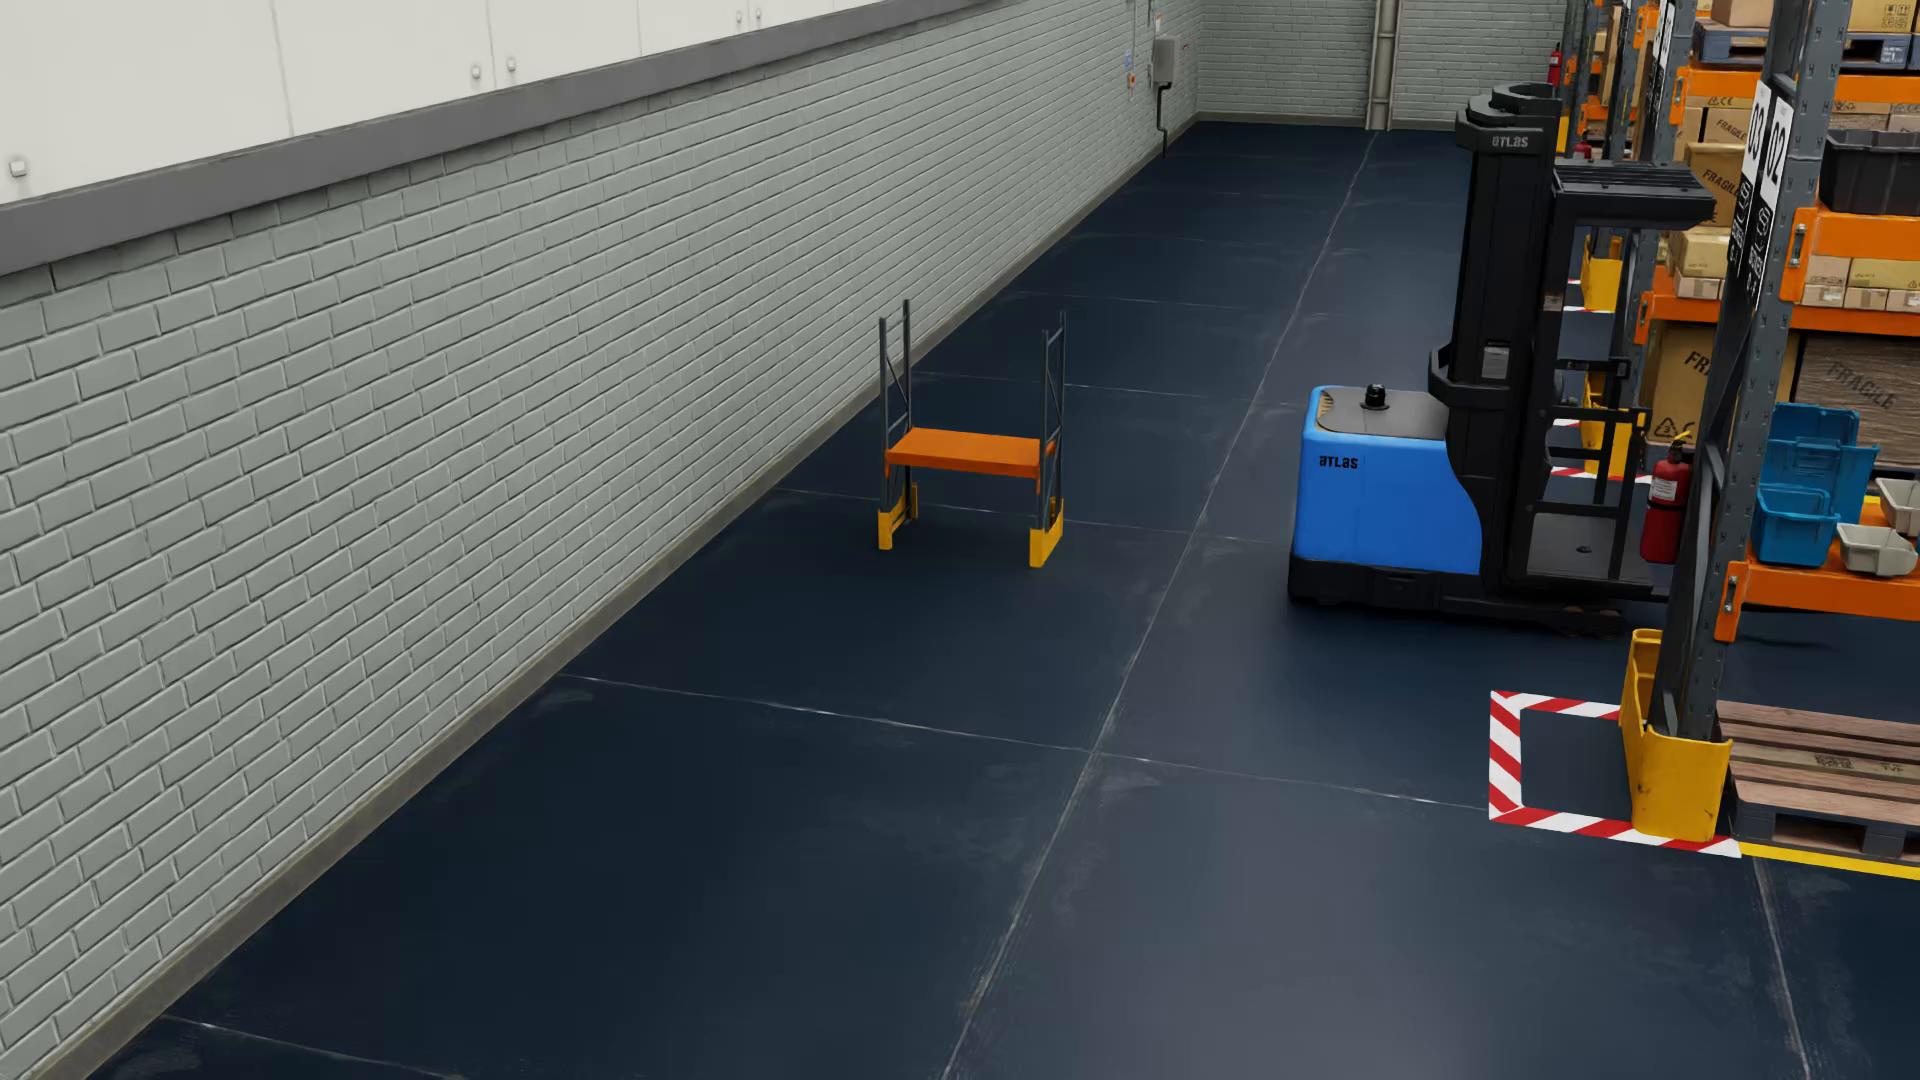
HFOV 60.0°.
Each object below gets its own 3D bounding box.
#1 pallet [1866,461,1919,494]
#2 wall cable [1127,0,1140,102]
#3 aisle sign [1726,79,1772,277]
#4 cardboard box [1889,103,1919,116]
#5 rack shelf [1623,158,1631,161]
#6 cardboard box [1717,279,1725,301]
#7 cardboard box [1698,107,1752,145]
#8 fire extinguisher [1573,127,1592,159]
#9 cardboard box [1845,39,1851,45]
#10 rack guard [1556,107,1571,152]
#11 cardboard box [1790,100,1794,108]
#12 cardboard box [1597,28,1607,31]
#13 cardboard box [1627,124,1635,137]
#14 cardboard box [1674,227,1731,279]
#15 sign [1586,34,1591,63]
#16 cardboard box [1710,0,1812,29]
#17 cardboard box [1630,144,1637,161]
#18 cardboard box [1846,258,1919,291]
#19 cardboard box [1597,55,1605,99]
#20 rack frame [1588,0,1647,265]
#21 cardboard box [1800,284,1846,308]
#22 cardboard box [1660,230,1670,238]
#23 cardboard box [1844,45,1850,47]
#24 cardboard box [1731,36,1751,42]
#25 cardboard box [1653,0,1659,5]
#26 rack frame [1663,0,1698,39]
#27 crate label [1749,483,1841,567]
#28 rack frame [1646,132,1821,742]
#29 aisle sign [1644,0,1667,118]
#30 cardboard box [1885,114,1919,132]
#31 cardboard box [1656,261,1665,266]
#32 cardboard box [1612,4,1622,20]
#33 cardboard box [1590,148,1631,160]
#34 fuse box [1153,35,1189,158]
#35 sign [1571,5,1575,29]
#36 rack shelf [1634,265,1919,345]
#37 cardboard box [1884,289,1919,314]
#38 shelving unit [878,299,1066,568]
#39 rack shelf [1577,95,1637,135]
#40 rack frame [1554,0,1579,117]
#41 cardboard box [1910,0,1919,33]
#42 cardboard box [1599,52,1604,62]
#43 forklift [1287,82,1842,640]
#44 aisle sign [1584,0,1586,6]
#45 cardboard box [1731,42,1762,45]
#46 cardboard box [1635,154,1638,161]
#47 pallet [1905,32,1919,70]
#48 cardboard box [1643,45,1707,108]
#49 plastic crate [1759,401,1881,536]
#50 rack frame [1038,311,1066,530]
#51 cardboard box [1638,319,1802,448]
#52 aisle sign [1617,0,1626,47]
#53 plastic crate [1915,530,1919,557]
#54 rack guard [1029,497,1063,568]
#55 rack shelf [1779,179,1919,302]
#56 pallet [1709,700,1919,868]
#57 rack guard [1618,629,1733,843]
[{"bbox_3d":[6.793,-0.572,11.888,1.213,0.211,1.003,7,23,16],"label":"pallet"},{"bbox_3d":[2.298,-6.751,21.896,0.123,1.953,0.585,7,23,16],"label":"wall cable"},{"bbox_3d":[3.426,-1.574,7.229,0.004,0.787,0.394,7,23,16],"label":"aisle sign"},{"bbox_3d":[8.689,-4.125,15.031,0.500,0.500,0.500,7,23,17],"label":"cardboard box"},{"bbox_3d":[8.285,-3.295,15.799,4.000,0.370,1.077,7,23,16],"label":"rack shelf"},{"bbox_3d":[5.331,-1.754,11.424,0.250,0.149,0.380,6,23,15],"label":"cardboard box"},{"bbox_3d":[7.240,-3.832,15.636,0.500,0.500,0.500,7,23,16],"label":"cardboard box"},{"bbox_3d":[6.262,-3.834,16.758,0.183,0.674,0.296,7,23,16],"label":"fire extinguisher"},{"bbox_3d":[10.518,-5.737,19.355,0.500,0.500,0.500,6,23,15],"label":"cardboard box"},{"bbox_3d":[9.206,-6.296,25.460,0.348,0.500,1.175,7,23,16],"label":"rack guard"},{"bbox_3d":[7.700,-4.230,15.288,0.500,0.500,0.500,6,23,14],"label":"cardboard box"},{"bbox_3d":[9.651,-7.575,25.090,0.500,0.250,0.500,7,23,17],"label":"cardboard box"},{"bbox_3d":[10.087,-6.174,25.072,0.250,0.149,0.380,6,23,13],"label":"cardboard box"},{"bbox_3d":[5.222,-1.974,11.435,0.500,0.250,0.500,6,23,14],"label":"cardboard box"},{"bbox_3d":[7.537,-5.893,19.939,0.005,0.325,0.100,7,23,16],"label":"sign"},{"bbox_3d":[5.354,-3.693,11.052,0.500,0.500,0.700,5,23,12],"label":"cardboard box"},{"bbox_3d":[6.764,-3.798,16.408,0.250,0.149,0.380,7,23,16],"label":"cardboard box"},{"bbox_3d":[6.202,-1.863,11.165,0.500,0.250,0.500,6,23,14],"label":"cardboard box"},{"bbox_3d":[8.242,-5.746,20.695,0.500,0.500,0.500,7,23,16],"label":"cardboard box"},{"bbox_3d":[6.370,-3.847,16.197,0.127,3.000,1.000,7,23,16],"label":"rack frame"},{"bbox_3d":[5.827,-1.698,11.287,0.250,0.149,0.380,6,23,15],"label":"cardboard box"},{"bbox_3d":[6.950,-3.032,16.628,0.250,0.149,0.380,7,23,16],"label":"cardboard box"},{"bbox_3d":[8.373,-4.368,15.625,0.500,0.500,0.500,6,23,14],"label":"cardboard box"},{"bbox_3d":[9.072,-5.902,19.756,0.500,0.500,0.500,6,23,15],"label":"cardboard box"},{"bbox_3d":[6.882,-5.212,15.769,0.500,0.250,0.500,6,23,14],"label":"cardboard box"},{"bbox_3d":[4.841,-4.832,10.692,0.127,3.000,1.000,7,23,16],"label":"rack frame"},{"bbox_3d":[3.551,-0.060,7.106,0.303,0.233,0.416,7,23,16],"label":"crate label"},{"bbox_3d":[3.410,-0.257,7.443,0.127,3.000,1.000,7,23,16],"label":"rack frame"},{"bbox_3d":[4.858,-3.376,11.622,0.004,0.787,0.394,7,23,16],"label":"aisle sign"},{"bbox_3d":[8.682,-3.655,15.205,0.500,0.500,0.500,6,23,15],"label":"cardboard box"},{"bbox_3d":[6.798,-2.710,16.234,0.250,0.149,0.380,8,23,18],"label":"cardboard box"},{"bbox_3d":[7.963,-6.326,19.936,0.250,0.149,0.380,7,23,17],"label":"cardboard box"},{"bbox_3d":[8.364,-4.630,20.927,0.875,0.438,0.875,6,23,14],"label":"cardboard box"},{"bbox_3d":[3.045,-6.418,24.161,0.414,1.711,0.539,7,23,16],"label":"fuse box"},{"bbox_3d":[8.977,-7.664,24.361,0.005,0.325,0.100,7,23,16],"label":"sign"},{"bbox_3d":[6.755,-1.504,11.433,4.000,0.370,1.077,7,23,16],"label":"rack shelf"},{"bbox_3d":[6.317,-1.641,11.150,0.250,0.149,0.380,6,23,15],"label":"cardboard box"},{"bbox_3d":[0.073,-0.686,10.465,1.083,1.500,0.587,7,23,16],"label":"shelving unit"},{"bbox_3d":[9.618,-5.105,20.210,4.000,0.370,1.077,7,23,16],"label":"rack shelf"},{"bbox_3d":[9.133,-7.461,25.006,0.127,3.000,1.000,7,23,16],"label":"rack frame"},{"bbox_3d":[6.367,-3.549,10.700,0.500,0.500,0.700,5,23,12],"label":"cardboard box"},{"bbox_3d":[9.626,-7.198,24.696,0.250,0.149,0.380,7,23,17],"label":"cardboard box"},{"bbox_3d":[3.517,-1.015,9.381,3.031,2.935,1.130,6,23,13],"label":"forklift"},{"bbox_3d":[7.724,-6.980,20.409,0.004,0.787,0.394,7,23,16],"label":"aisle sign"},{"bbox_3d":[7.365,-4.478,15.894,0.500,0.500,0.500,6,23,14],"label":"cardboard box"},{"bbox_3d":[6.586,-3.576,15.868,0.250,0.149,0.380,6,23,15],"label":"cardboard box"},{"bbox_3d":[6.726,-3.192,10.765,1.213,0.211,1.003,7,23,15],"label":"pallet"},{"bbox_3d":[6.723,-4.348,15.576,0.500,0.500,0.500,6,23,15],"label":"cardboard box"},{"bbox_3d":[3.785,-0.332,7.501,0.499,0.435,0.616,7,23,16],"label":"plastic crate"},{"bbox_3d":[0.568,-0.629,10.327,0.032,1.500,0.500,7,23,16],"label":"rack frame"},{"bbox_3d":[5.477,-1.226,12.054,0.875,0.875,0.875,7,23,16],"label":"cardboard box"},{"bbox_3d":[6.387,-5.167,15.989,0.004,0.787,0.394,7,23,16],"label":"aisle sign"},{"bbox_3d":[4.182,0.012,6.930,0.300,0.233,0.416,7,23,16],"label":"plastic crate"},{"bbox_3d":[0.550,-0.053,10.569,0.087,0.250,0.587,7,23,16],"label":"rack guard"},{"bbox_3d":[5.325,-1.092,6.476,4.000,0.370,1.077,7,23,16],"label":"rack shelf"},{"bbox_3d":[4.188,1.138,7.718,1.213,0.211,1.003,7,23,16],"label":"pallet"},{"bbox_3d":[3.383,0.902,7.913,0.348,0.500,1.175,7,23,16],"label":"rack guard"}]
